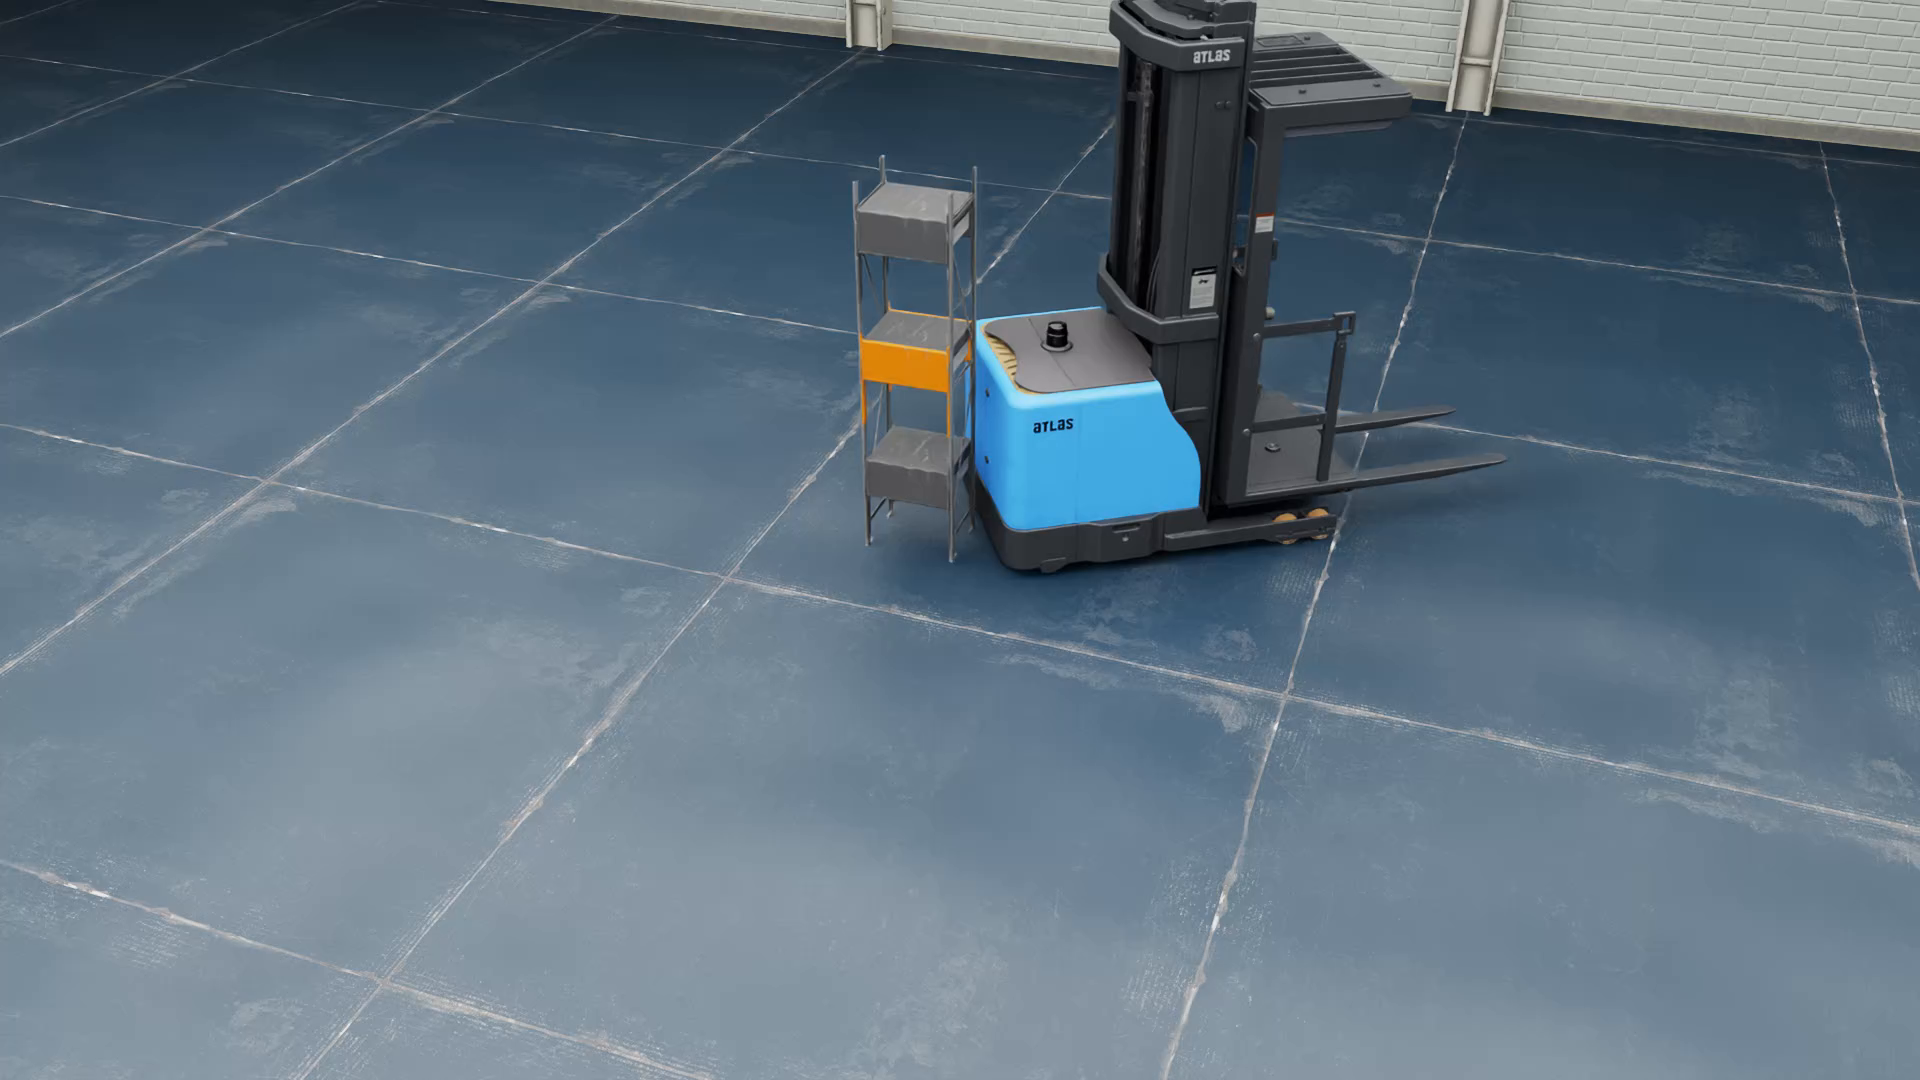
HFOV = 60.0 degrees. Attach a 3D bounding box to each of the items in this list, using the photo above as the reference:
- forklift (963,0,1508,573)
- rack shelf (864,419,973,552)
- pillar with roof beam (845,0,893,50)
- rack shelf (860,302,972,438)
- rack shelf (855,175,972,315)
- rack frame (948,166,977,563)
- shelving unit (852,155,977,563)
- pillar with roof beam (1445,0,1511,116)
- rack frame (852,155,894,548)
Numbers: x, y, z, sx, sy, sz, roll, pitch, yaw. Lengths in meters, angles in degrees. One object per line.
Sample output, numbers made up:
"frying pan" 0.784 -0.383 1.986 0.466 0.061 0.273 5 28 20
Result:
"forklift" 1.592 -1.478 8.805 3.031 2.935 1.130 -8 34 -12
"rack shelf" -0.217 -0.302 9.066 0.480 0.518 0.431 10 34 16
"pillar with roof beam" -2.381 -6.684 11.275 0.400 9.000 9.100 11 34 16
"rack shelf" -0.217 -0.890 8.686 0.480 0.518 0.431 10 34 16
"rack shelf" -0.217 -1.478 8.306 0.480 0.518 0.431 10 34 16
"rack frame" 0.014 -0.859 8.613 0.015 2.100 0.400 10 34 16
"shelving unit" -0.217 -0.902 8.679 0.503 2.100 0.431 10 34 16
"pillar with roof beam" 3.267 -5.586 9.574 0.400 9.000 9.100 11 34 16
"rack frame" -0.448 -0.944 8.744 0.015 2.100 0.400 10 34 16
